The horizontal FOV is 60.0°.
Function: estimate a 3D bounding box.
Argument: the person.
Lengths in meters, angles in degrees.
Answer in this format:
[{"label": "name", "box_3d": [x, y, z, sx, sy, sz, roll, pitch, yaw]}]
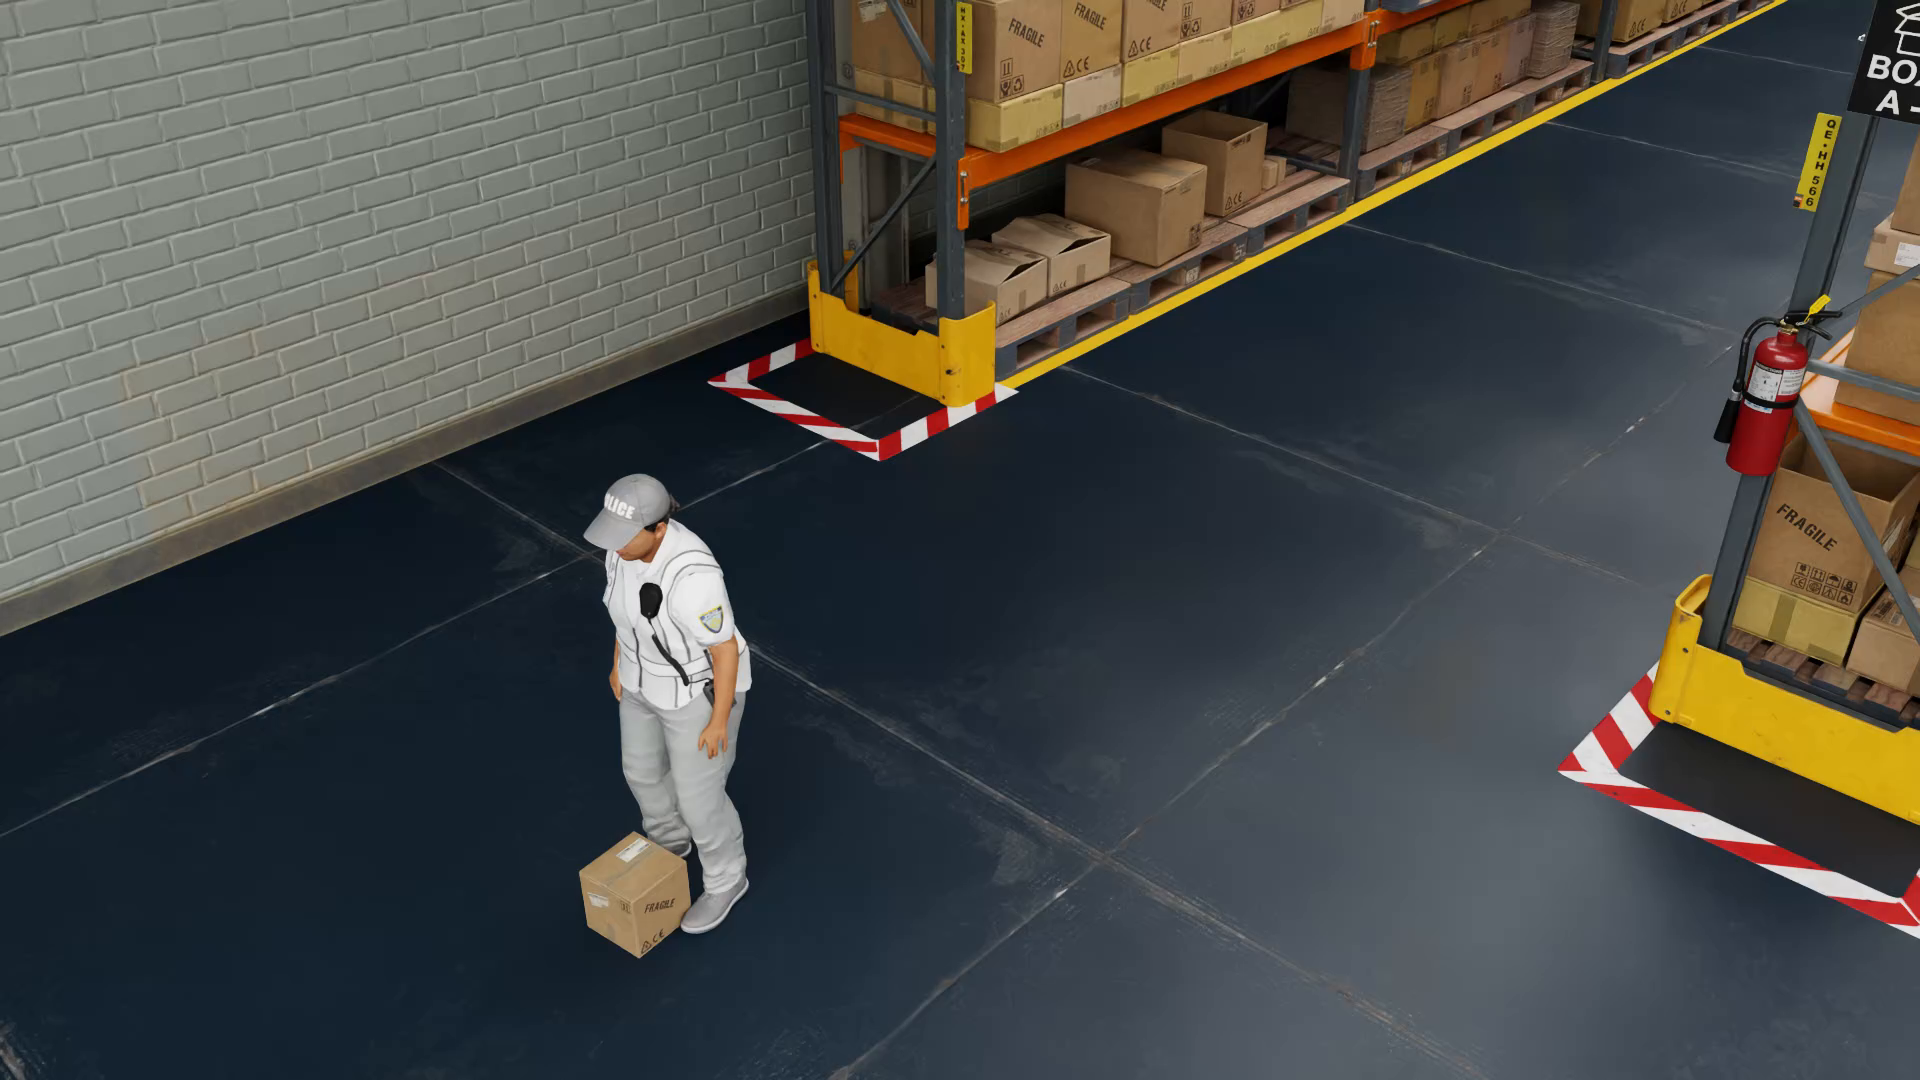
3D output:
[{"label": "person", "box_3d": [-0.933, 0.496, 5.319, 0.549, 1.666, 0.473, 25, 39, 34]}]
